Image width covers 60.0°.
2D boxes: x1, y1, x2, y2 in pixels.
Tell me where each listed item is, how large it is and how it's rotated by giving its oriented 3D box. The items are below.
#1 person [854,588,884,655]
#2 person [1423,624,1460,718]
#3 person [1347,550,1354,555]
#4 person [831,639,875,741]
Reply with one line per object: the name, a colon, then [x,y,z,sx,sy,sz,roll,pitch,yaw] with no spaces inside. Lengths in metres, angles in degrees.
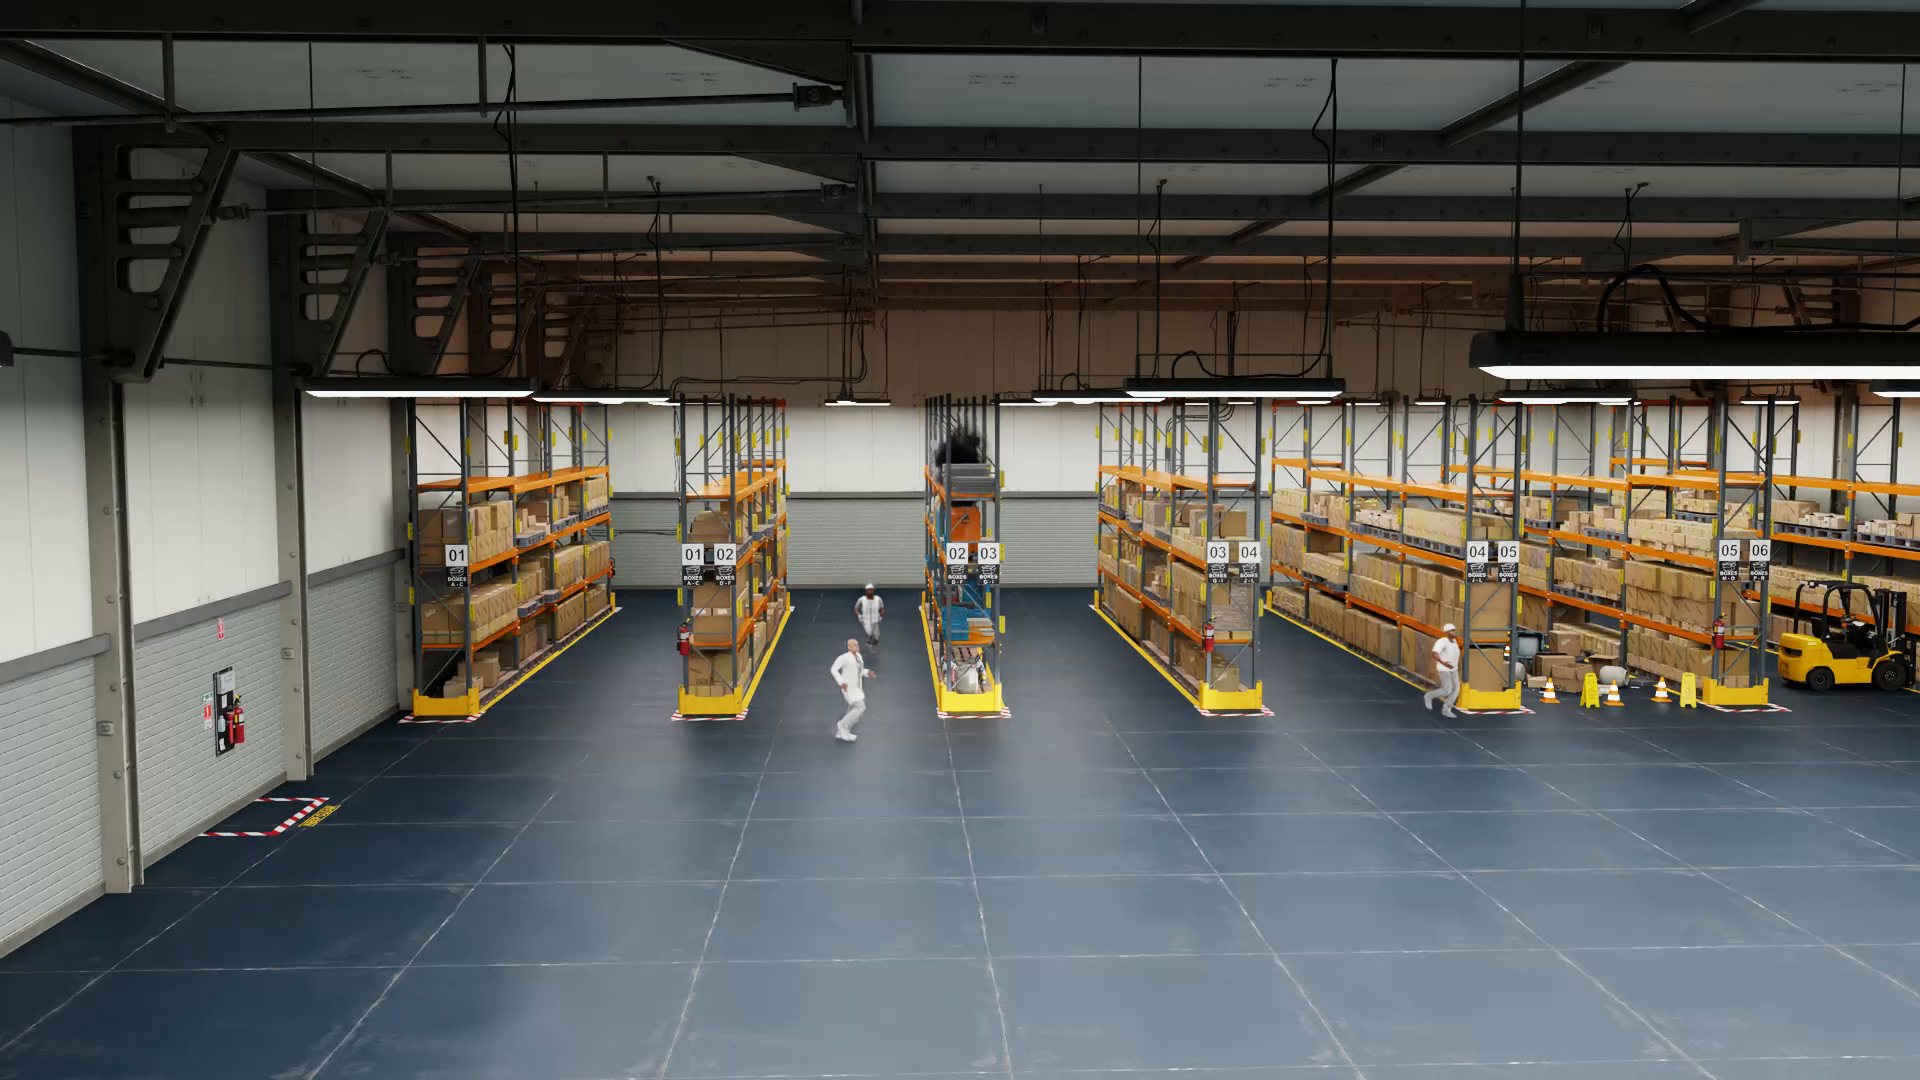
person: [-2.046,1.845,37.801,0.685,1.616,0.791,-1,5,-12]
person: [9.064,2.416,31.080,0.722,1.732,0.667,-4,6,-41]
person: [11.124,1.104,47.443,0.637,1.766,0.668,-2,5,-20]
person: [-1.810,2.579,28.675,0.689,1.753,0.683,2,5,26]
